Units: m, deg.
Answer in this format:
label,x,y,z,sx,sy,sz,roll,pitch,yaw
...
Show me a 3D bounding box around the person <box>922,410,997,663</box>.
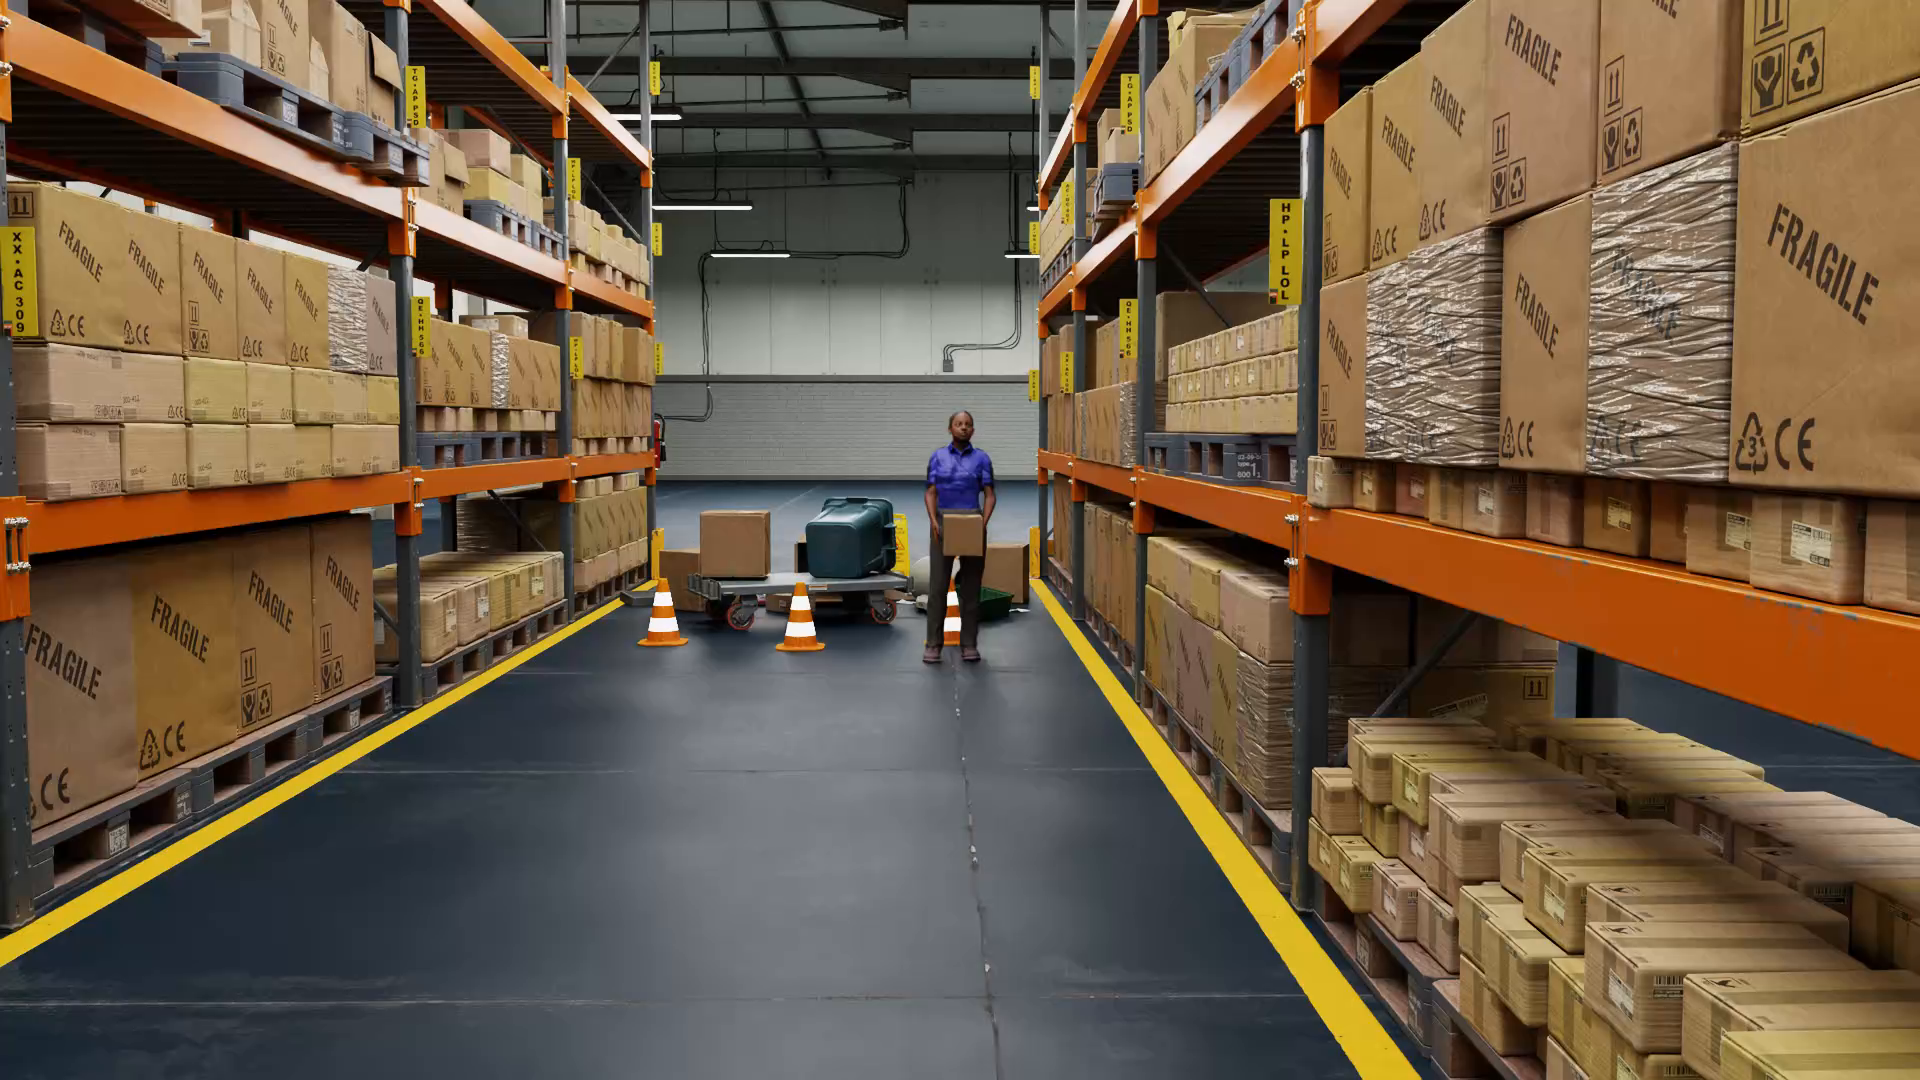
label,x,y,z,sx,sy,sz,roll,pitch,yaw
person,-0.002,-0.031,10.986,0.494,1.658,0.449,0,4,-1
